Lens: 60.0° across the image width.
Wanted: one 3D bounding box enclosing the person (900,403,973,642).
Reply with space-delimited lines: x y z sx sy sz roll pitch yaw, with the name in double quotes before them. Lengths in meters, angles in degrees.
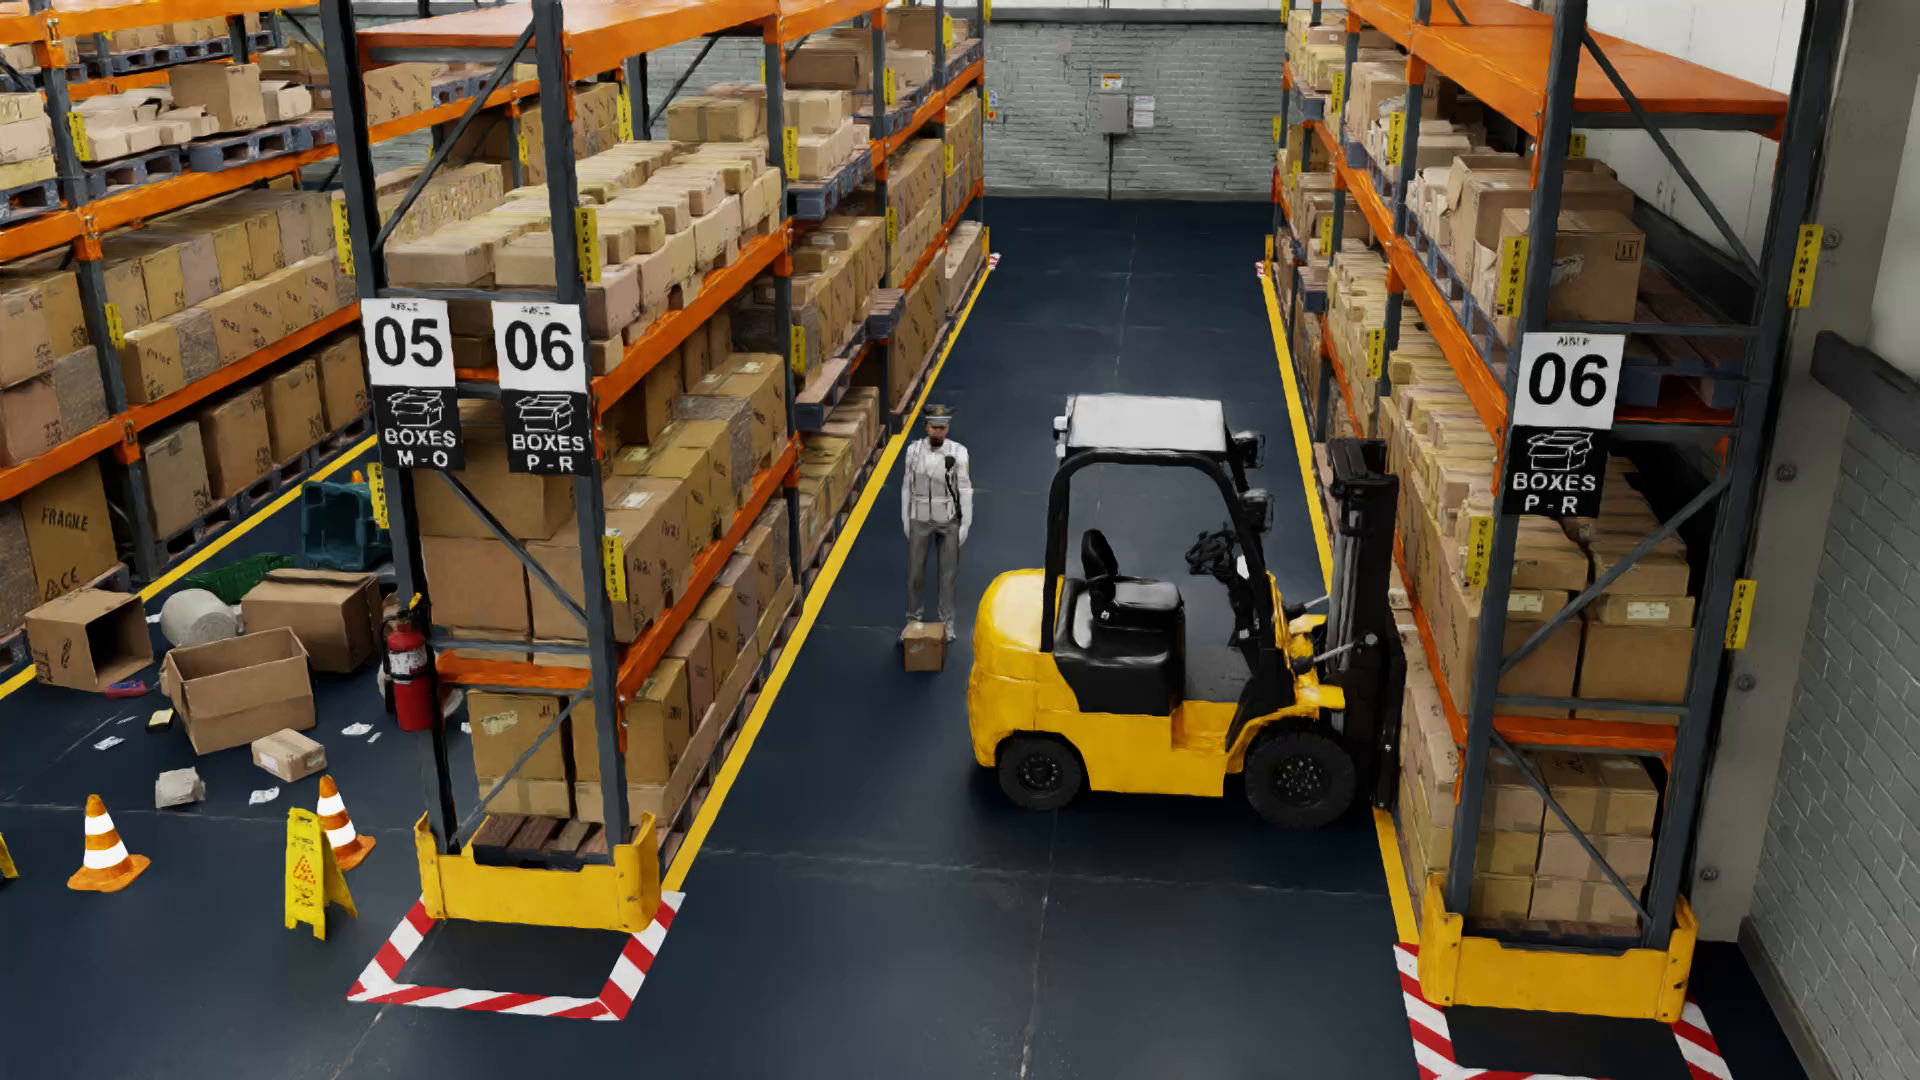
"person" -0.161 -0.124 11.365 0.494 1.691 0.385 3 21 7
